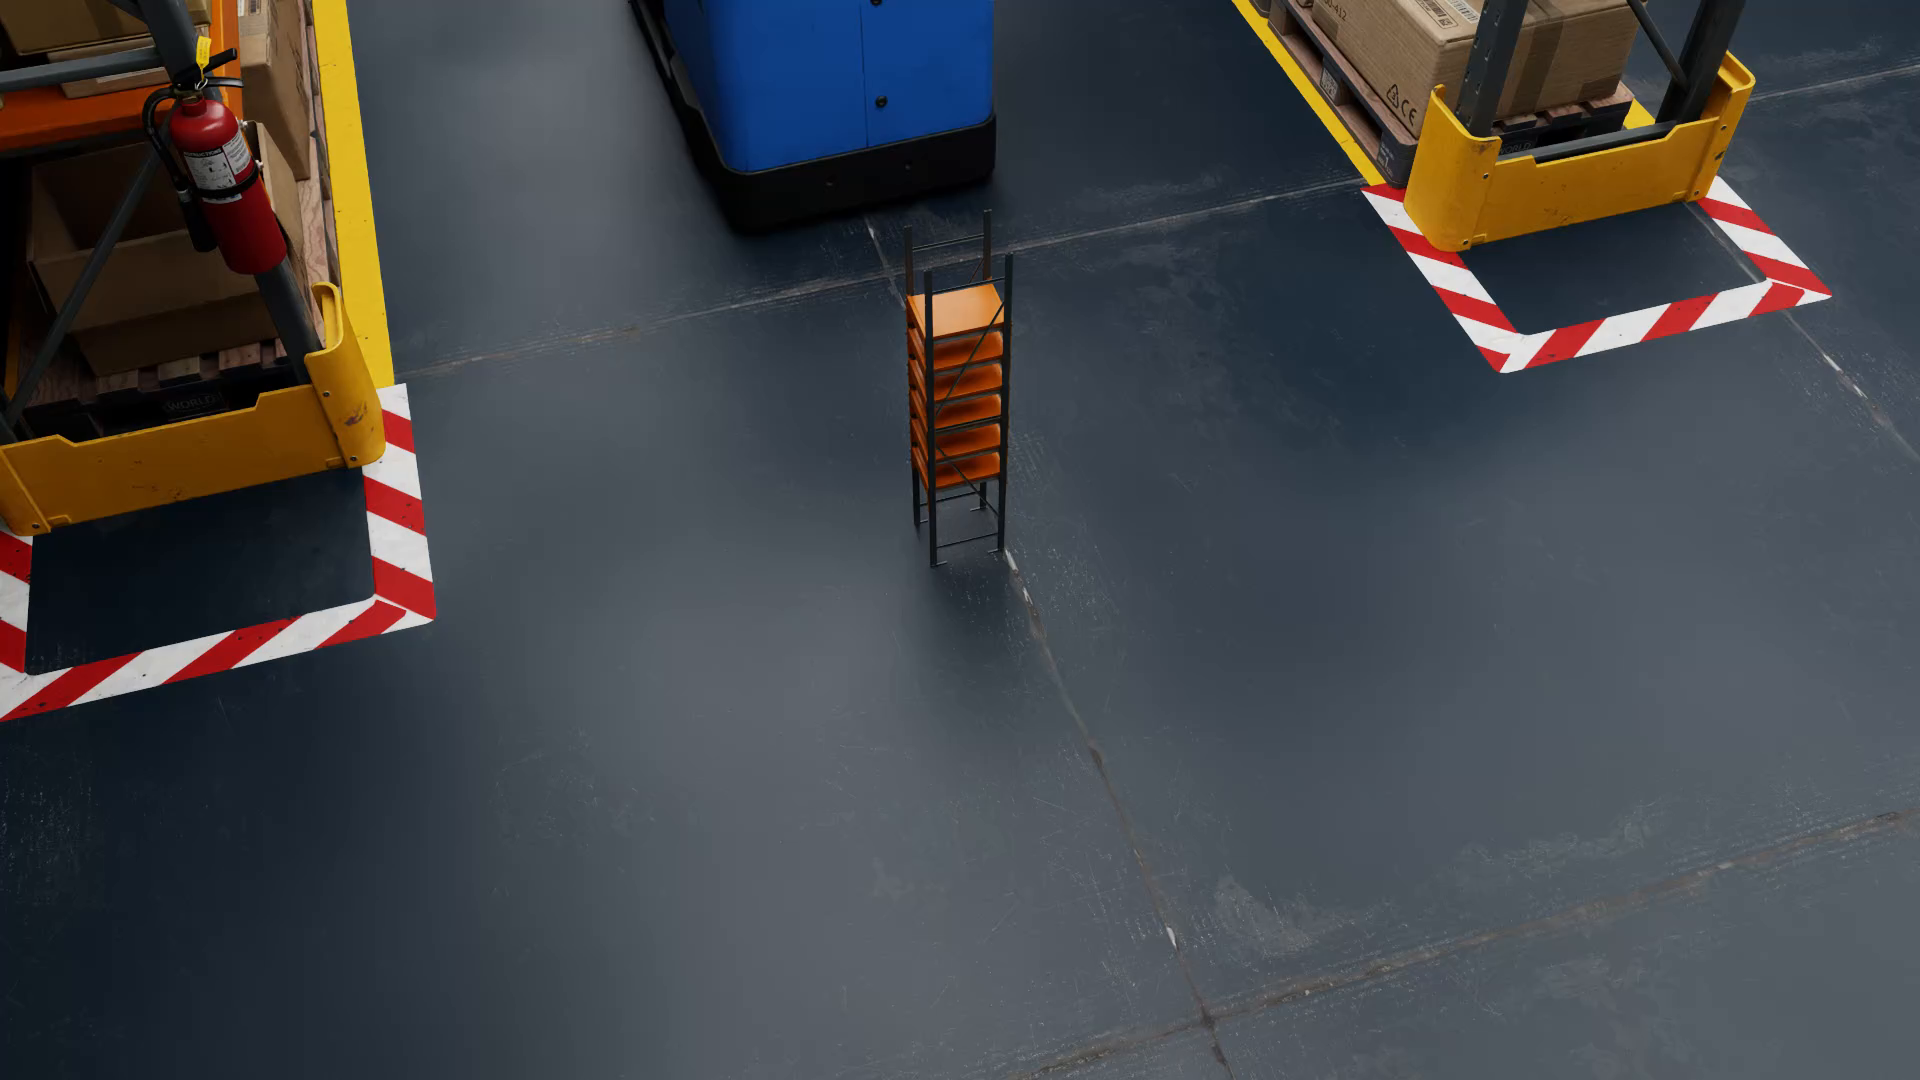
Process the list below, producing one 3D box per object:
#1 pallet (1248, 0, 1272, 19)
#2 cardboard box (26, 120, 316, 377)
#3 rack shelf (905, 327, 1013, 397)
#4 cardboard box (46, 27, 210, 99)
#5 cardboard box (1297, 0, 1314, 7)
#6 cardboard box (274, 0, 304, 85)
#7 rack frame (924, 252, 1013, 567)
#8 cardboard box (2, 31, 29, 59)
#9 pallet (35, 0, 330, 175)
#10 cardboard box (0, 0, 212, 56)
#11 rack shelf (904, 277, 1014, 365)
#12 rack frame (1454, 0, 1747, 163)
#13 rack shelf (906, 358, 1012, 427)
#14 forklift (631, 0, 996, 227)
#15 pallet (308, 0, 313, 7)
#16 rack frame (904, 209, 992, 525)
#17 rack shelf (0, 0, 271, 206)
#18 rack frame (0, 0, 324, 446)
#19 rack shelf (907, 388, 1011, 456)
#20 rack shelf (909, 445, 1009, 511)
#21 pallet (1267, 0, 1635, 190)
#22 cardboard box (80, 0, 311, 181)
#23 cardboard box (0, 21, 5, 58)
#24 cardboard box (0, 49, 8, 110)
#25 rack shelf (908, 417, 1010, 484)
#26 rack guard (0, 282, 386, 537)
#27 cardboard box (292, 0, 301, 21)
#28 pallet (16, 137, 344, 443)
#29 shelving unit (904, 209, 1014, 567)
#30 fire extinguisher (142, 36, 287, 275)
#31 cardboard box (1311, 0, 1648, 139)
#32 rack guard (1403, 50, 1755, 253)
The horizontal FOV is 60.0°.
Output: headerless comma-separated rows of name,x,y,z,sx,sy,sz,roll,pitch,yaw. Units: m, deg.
pallet,1.601,-2.848,7.513,1.003,0.211,1.213,-13,51,-11
cardboard box,-2.562,-0.965,5.460,0.797,0.503,0.637,-15,52,-12
rack shelf,-0.004,-0.523,4.651,0.258,0.103,0.180,-13,51,-11
cardboard box,-2.307,-1.388,4.622,0.380,0.149,0.250,-14,51,-11
cardboard box,1.700,-2.727,6.988,0.875,0.438,0.875,-12,51,-10
cardboard box,-2.838,-2.006,6.339,0.500,0.500,0.500,-12,51,-10
rack frame,0.023,-0.330,4.744,0.240,1.200,0.006,-13,51,-11
cardboard box,-2.842,-1.466,4.688,0.380,0.149,0.250,-12,51,-10
pallet,-3.088,-1.794,6.625,1.003,0.211,1.213,-13,51,-11
cardboard box,-2.348,-1.606,4.546,0.500,0.250,0.500,-13,51,-11
rack shelf,-0.004,-0.601,4.559,0.258,0.103,0.180,-13,51,-11
rack frame,2.269,-2.291,5.220,1.000,3.000,0.127,-13,51,-11
rack shelf,-0.004,-0.446,4.742,0.258,0.103,0.180,-13,51,-11
forklift,-0.830,-3.254,6.076,1.130,2.935,3.031,-15,51,-12
pallet,-3.452,-2.687,7.377,1.003,0.211,1.213,-13,51,-11
rack frame,-0.031,-0.464,4.857,0.240,1.200,0.006,-13,51,-11
rack shelf,-3.063,-2.395,5.778,1.077,0.370,4.000,-13,51,-11
rack frame,-2.472,-1.166,4.271,1.000,3.000,0.127,-13,51,-11
rack shelf,-0.004,-0.369,4.834,0.258,0.103,0.180,-13,51,-11
rack shelf,-0.004,-0.214,5.018,0.258,0.103,0.180,-13,51,-11
pallet,1.958,-1.959,6.763,1.003,0.211,1.213,-13,51,-11
cardboard box,-2.778,-1.597,5.995,0.700,0.500,0.500,-11,51,-9
cardboard box,-2.861,-1.490,4.448,0.500,0.250,0.500,-12,51,-10
cardboard box,-2.826,-1.267,4.520,0.380,0.149,0.250,-14,51,-11
rack shelf,-0.004,-0.291,4.926,0.258,0.103,0.180,-13,51,-11
rack guard,-2.494,-0.416,5.274,1.175,0.500,0.348,-13,51,-11
cardboard box,-3.085,-2.355,6.634,0.700,0.500,0.500,-15,52,-12
pallet,-2.731,-0.905,5.875,1.003,0.211,1.213,-13,51,-11
shelving unit,-0.004,-0.397,4.800,0.258,1.200,0.189,-13,51,-11
fire extinguisher,-1.987,-1.018,4.441,0.296,0.674,0.183,-13,51,-11
cardboard box,1.978,-2.060,6.426,0.875,0.438,0.875,-15,51,-12
rack guard,2.276,-1.468,6.161,1.175,0.500,0.348,-13,51,-11
